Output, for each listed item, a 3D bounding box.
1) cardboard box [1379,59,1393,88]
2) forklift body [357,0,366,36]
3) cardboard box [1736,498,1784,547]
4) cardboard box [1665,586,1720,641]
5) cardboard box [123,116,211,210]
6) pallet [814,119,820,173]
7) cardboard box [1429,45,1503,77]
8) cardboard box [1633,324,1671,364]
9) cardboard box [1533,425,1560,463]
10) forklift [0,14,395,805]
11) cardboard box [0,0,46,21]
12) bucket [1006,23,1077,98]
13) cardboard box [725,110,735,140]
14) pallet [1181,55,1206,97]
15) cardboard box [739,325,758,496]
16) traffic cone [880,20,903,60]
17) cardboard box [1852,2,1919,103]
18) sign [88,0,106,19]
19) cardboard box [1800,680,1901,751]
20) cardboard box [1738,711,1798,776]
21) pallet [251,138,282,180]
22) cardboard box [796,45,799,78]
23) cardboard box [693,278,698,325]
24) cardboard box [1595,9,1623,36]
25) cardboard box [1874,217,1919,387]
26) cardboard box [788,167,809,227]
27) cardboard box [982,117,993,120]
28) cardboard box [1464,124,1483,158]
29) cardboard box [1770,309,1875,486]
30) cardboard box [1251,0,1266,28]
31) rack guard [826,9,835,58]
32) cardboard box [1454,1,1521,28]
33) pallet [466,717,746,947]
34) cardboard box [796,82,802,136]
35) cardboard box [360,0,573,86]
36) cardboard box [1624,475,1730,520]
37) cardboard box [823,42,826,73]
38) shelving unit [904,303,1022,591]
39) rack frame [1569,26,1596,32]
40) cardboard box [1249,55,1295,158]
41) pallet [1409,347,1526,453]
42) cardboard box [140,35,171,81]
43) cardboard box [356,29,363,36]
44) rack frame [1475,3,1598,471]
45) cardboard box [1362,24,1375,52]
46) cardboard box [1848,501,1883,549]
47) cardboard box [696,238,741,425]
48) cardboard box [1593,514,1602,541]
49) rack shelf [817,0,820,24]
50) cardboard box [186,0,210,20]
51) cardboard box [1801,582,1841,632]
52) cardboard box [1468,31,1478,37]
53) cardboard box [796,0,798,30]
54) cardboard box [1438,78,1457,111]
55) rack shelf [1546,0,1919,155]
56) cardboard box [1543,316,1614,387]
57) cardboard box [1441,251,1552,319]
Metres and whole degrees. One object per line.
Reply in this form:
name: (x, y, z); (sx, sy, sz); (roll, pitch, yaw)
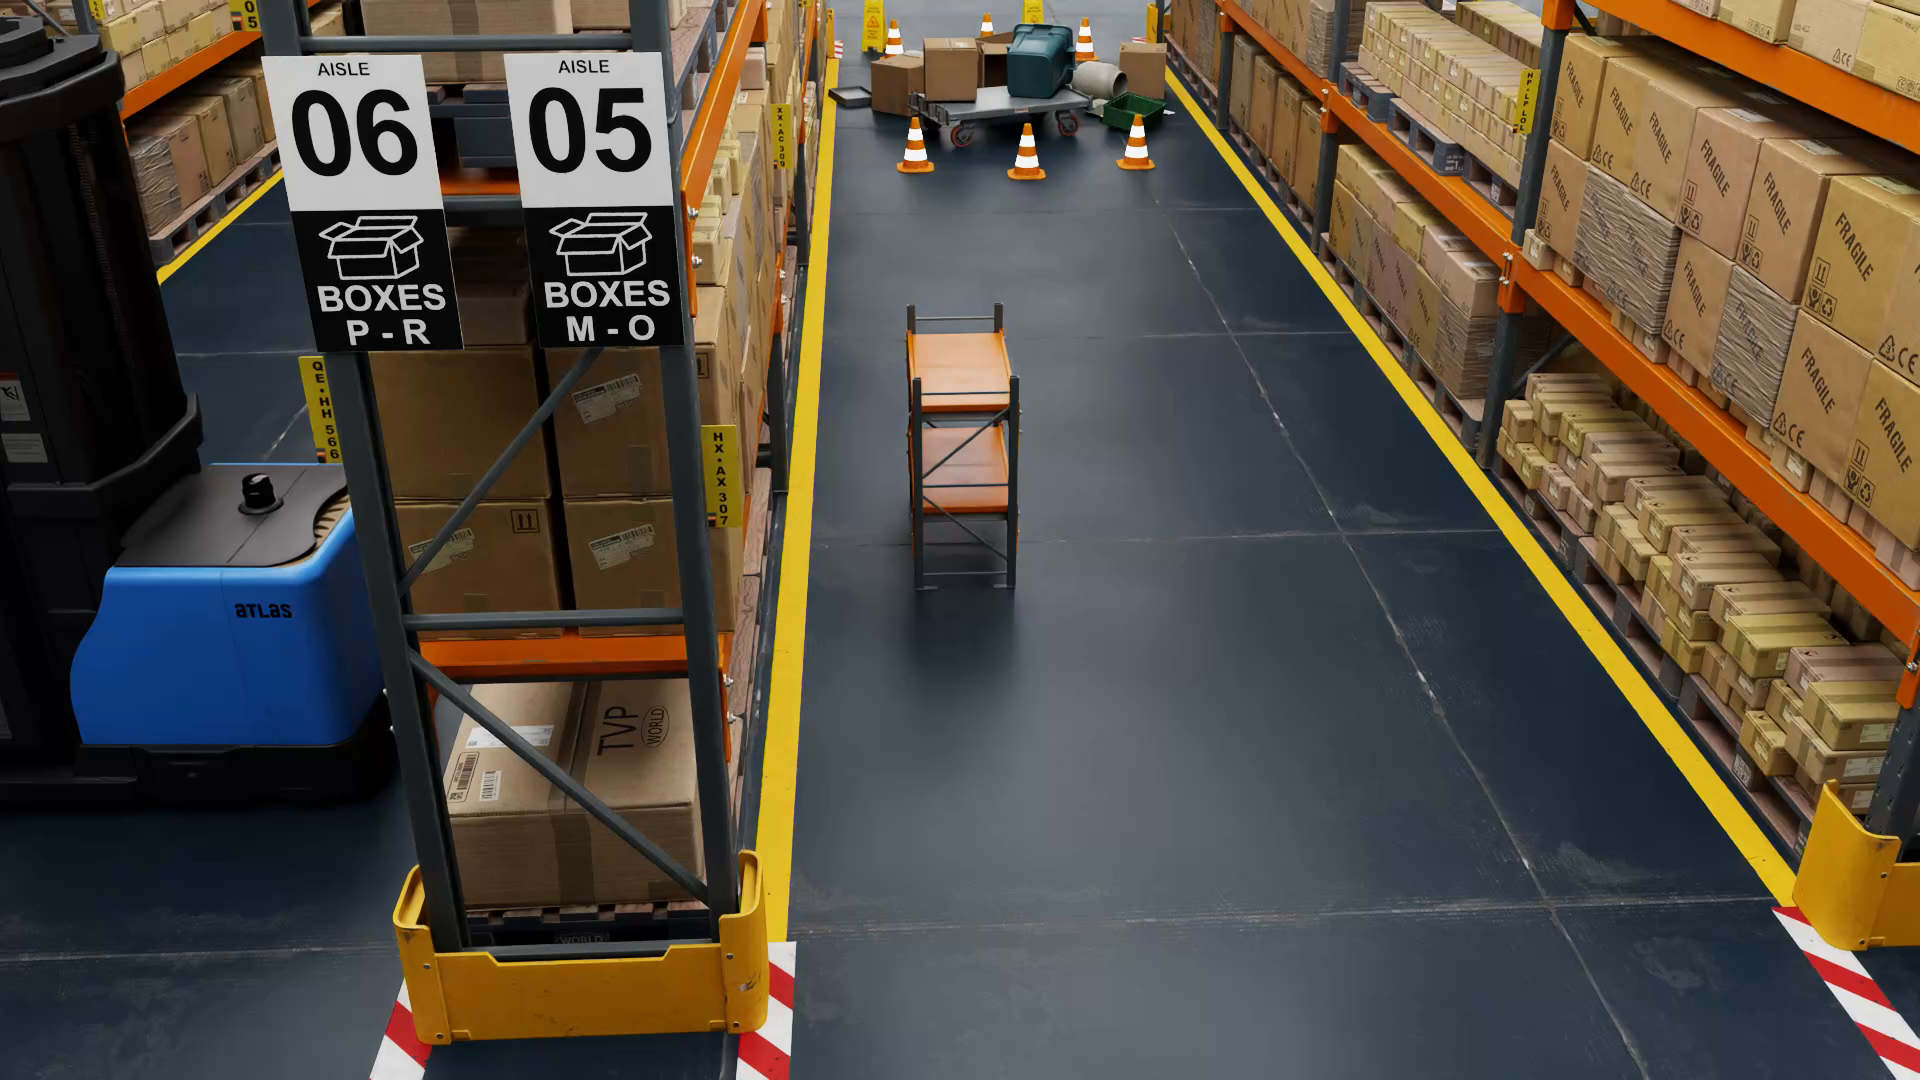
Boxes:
cardboard box: (3.124, -3.229, 11.515); (0.380, 0.149, 0.250); (0, 28, 0)
forklift body: (-5.118, -5.813, 17.569); (2.313, 2.155, 1.214); (-1, 28, -3)
cardboard box: (3.806, -0.077, 7.639); (0.380, 0.149, 0.250); (-1, 28, -3)
cardboard box: (3.310, 0.311, 7.218); (0.380, 0.149, 0.250); (-1, 28, -2)
cardboard box: (-6.682, -3.050, 13.467); (0.875, 0.625, 0.625); (-1, 28, -1)
pallet: (-1.831, -3.699, 15.614); (1.003, 0.211, 1.213); (-1, 28, -3)
cardboard box: (3.184, -3.012, 10.456); (0.380, 0.149, 0.250); (-2, 28, -3)
cardboard box: (3.288, -0.910, 7.522); (0.380, 0.149, 0.250); (0, 28, 0)
cardboard box: (3.284, -0.531, 8.832); (0.380, 0.149, 0.250); (-1, 28, -2)
forklift: (-3.898, -0.459, 6.460); (3.031, 2.935, 1.130); (0, 28, 0)
cardboard box: (-6.840, -3.804, 11.989); (0.380, 0.149, 0.250); (-1, 28, -1)
bucket: (0.755, -4.691, 16.397); (0.726, 0.611, 0.620); (8, 39, 15)
cardboard box: (-1.118, -1.649, 6.778); (0.380, 0.149, 0.250); (-2, 28, -4)
pallet: (3.036, -5.143, 18.382); (1.003, 0.211, 1.213); (-1, 28, -3)
cardboard box: (-1.048, -0.495, 6.347); (0.500, 0.500, 0.500); (-2, 28, -3)
traffic cone: (-0.772, -5.850, 19.466); (0.336, 0.463, 0.334); (-1, 28, -3)
cardboard box: (3.369, -1.622, 5.535); (0.500, 0.250, 0.500); (-1, 28, -3)
sign: (-6.080, -3.822, 11.668); (0.100, 0.325, 0.005); (-1, 28, -3)
cardboard box: (3.410, 0.656, 6.234); (0.380, 0.149, 0.250); (-1, 28, -2)
cardboard box: (3.341, 0.804, 6.594); (0.380, 0.149, 0.250); (-1, 28, -1)
pallet: (-6.753, -3.598, 15.420); (1.003, 0.211, 1.213); (-1, 28, -3)
cardboard box: (-1.386, -3.385, 11.619); (0.500, 0.250, 0.500); (-1, 28, -3)
cardboard box: (-0.989, -0.699, 4.956); (0.380, 0.149, 0.250); (-1, 28, -2)
cardboard box: (7.830, -6.171, 19.587); (0.500, 0.500, 0.500); (4, 28, 7)
cardboard box: (3.419, -0.744, 5.423); (0.500, 0.500, 0.500); (-2, 28, -4)
cardboard box: (-1.684, -2.730, 13.128); (0.950, 0.372, 0.625); (-3, 28, -6)
cardboard box: (0.227, -4.511, 17.112); (0.258, 0.266, 0.396); (-23, 35, -37)
cardboard box: (3.226, -2.371, 9.870); (0.380, 0.149, 0.250); (-3, 28, -5)
cardboard box: (3.389, -0.535, 6.103); (0.500, 0.500, 0.500); (-2, 28, -3)
cardboard box: (2.874, -4.792, 14.586); (0.500, 0.500, 0.500); (-2, 28, -3)
rack guard: (-2.078, -5.999, 19.711); (1.175, 0.500, 0.348); (-1, 28, -3)
cardboard box: (3.757, -3.737, 11.846); (0.380, 0.149, 0.250); (-2, 28, -5)
pallet: (-1.367, 1.116, 6.383); (1.003, 0.211, 1.213); (-1, 28, -3)
cardboard box: (-1.337, -2.919, 11.264); (0.500, 0.250, 0.500); (-1, 28, -2)
cardboard box: (-1.360, -1.453, 4.649); (0.500, 0.250, 0.500); (-4, 28, -7)
cardboard box: (3.376, -0.181, 7.839); (0.380, 0.149, 0.250); (-2, 28, -5)
cardboard box: (-1.719, -5.262, 18.114); (0.500, 0.250, 0.500); (-2, 28, -4)
shelving unit: (0.000, -0.496, 8.484); (0.538, 1.125, 1.048); (-1, 28, -3)
rack frame: (7.814, -7.382, 19.659); (1.000, 3.000, 0.127); (-1, 28, -3)
cardboard box: (3.233, -3.920, 15.001); (1.050, 0.750, 0.750); (-1, 28, -3)
pallet: (3.440, -0.890, 10.228); (1.003, 0.211, 1.213); (-1, 28, -3)
cardboard box: (-6.422, -3.703, 12.768); (0.500, 0.250, 0.500); (-2, 28, -4)
cardboard box: (-6.616, -5.291, 17.630); (0.500, 0.250, 0.500); (-1, 28, -3)
rack frame: (3.482, -1.767, 8.894); (1.000, 3.000, 0.127); (-1, 28, -3)
cardboard box: (3.098, -3.593, 11.891); (0.380, 0.149, 0.250); (0, 28, 0)
cardboard box: (3.416, -0.068, 5.908); (0.380, 0.149, 0.250); (-1, 28, -3)
cardboard box: (-1.021, -0.708, 5.675); (0.500, 0.500, 0.500); (-2, 28, -4)
cardboard box: (3.371, -0.037, 8.206); (0.380, 0.149, 0.250); (-3, 28, -5)
rack shelf: (-1.978, -5.900, 17.596); (1.077, 0.370, 4.000); (-1, 28, -3)
cardboard box: (-6.487, -4.401, 13.566); (0.500, 0.250, 0.500); (-1, 28, -2)
cardboard box: (3.847, 0.298, 7.242); (0.380, 0.149, 0.250); (-3, 28, -5)
cardboard box: (3.770, -3.480, 11.675); (0.380, 0.149, 0.250); (0, 28, -1)
cardboard box: (-1.376, -3.703, 11.417); (0.500, 0.500, 0.500); (-2, 28, -4)
cardboard box: (3.192, -2.761, 10.296); (0.380, 0.149, 0.250); (-1, 28, -2)
rack shelf: (3.587, -1.854, 6.596); (1.077, 0.370, 4.000); (-1, 28, -3)
cardboard box: (3.709, -1.192, 10.041); (0.500, 0.500, 0.500); (0, 28, -1)
cardboard box: (3.191, -1.515, 9.849); (0.500, 0.250, 0.500); (-2, 28, -4)
